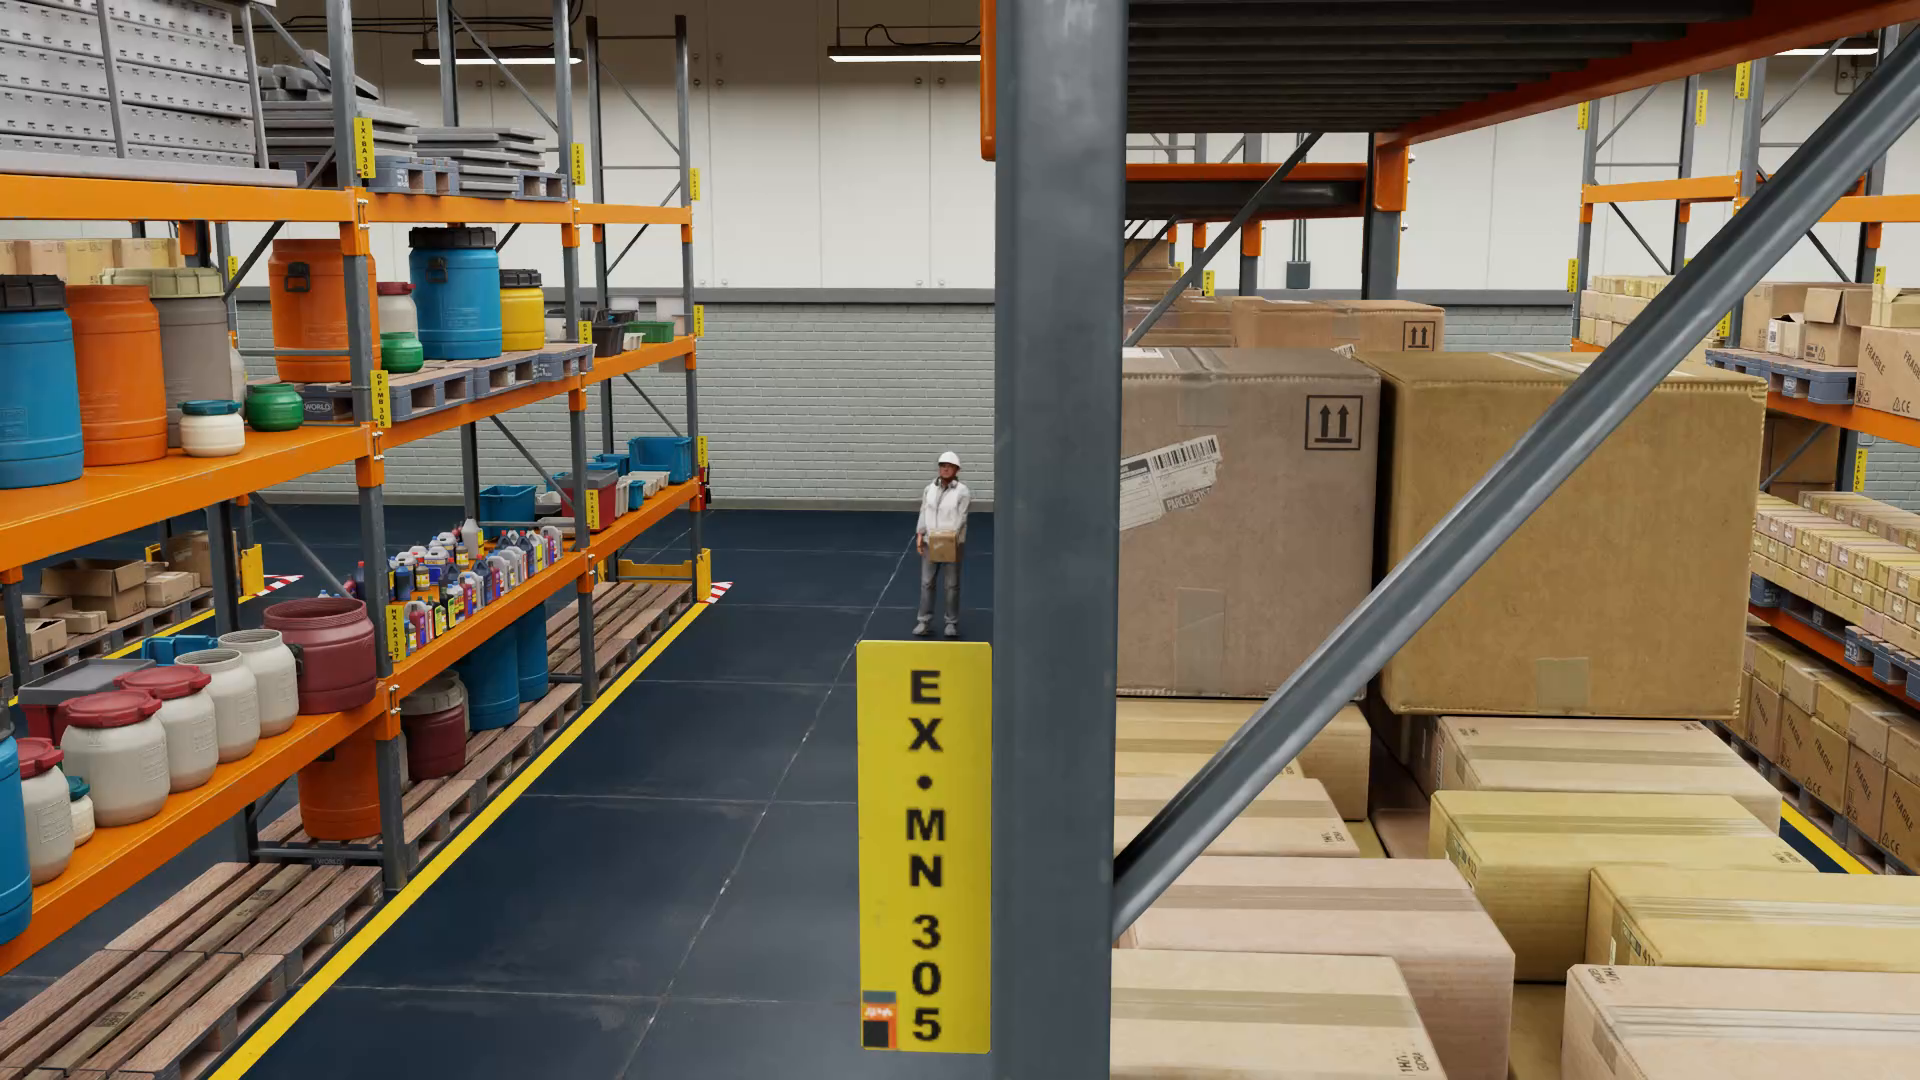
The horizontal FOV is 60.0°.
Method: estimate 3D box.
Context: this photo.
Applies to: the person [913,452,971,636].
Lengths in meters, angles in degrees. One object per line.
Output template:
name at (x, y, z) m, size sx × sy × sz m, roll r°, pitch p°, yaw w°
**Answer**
person at (-0.168, 0.040, 16.124) m, size 0.516 × 1.776 × 0.521 m, roll 5°, pitch 12°, yaw 25°
